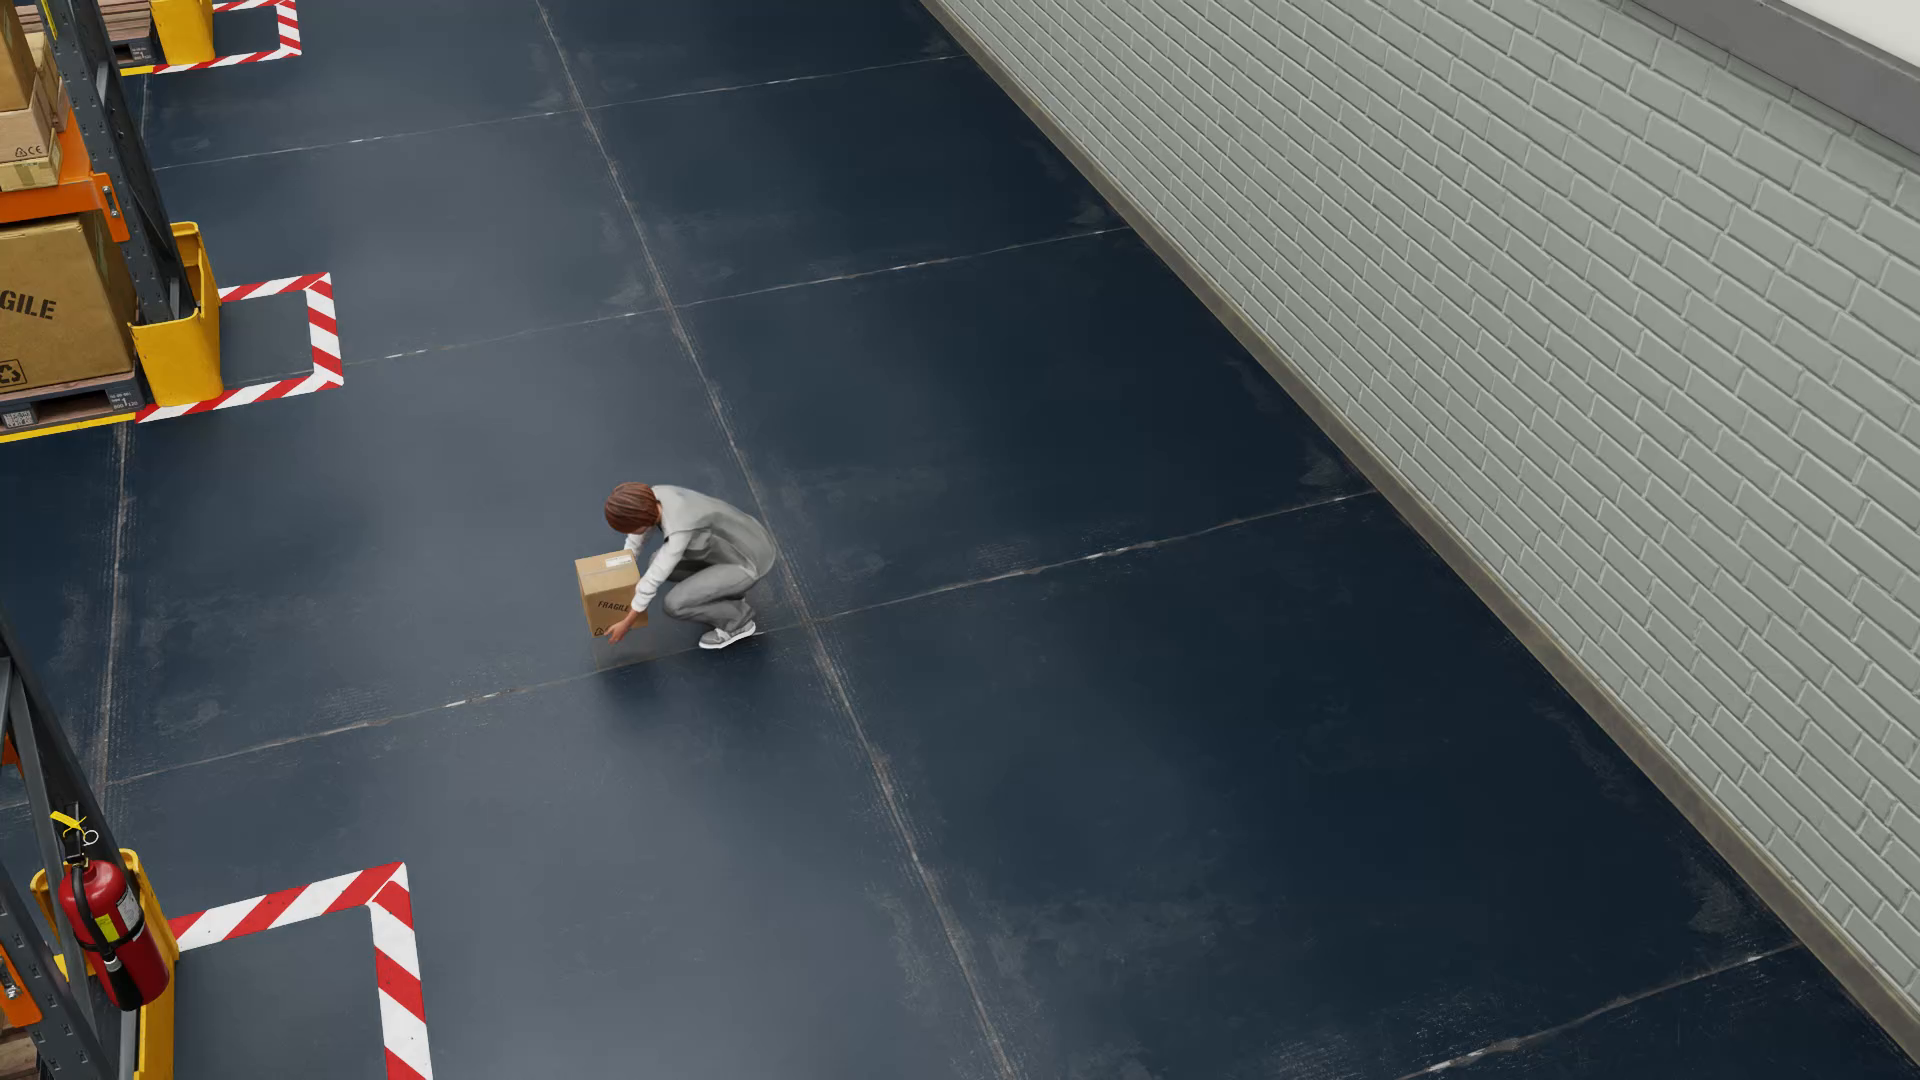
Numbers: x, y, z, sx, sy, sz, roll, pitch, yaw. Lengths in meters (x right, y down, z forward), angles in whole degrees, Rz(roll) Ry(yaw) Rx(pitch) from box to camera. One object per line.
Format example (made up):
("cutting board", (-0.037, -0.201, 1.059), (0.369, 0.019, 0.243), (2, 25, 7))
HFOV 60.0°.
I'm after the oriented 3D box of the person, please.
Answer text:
("person", (-1.210, 0.071, 7.282), (0.816, 0.887, 0.433), (-13, 40, -16))
